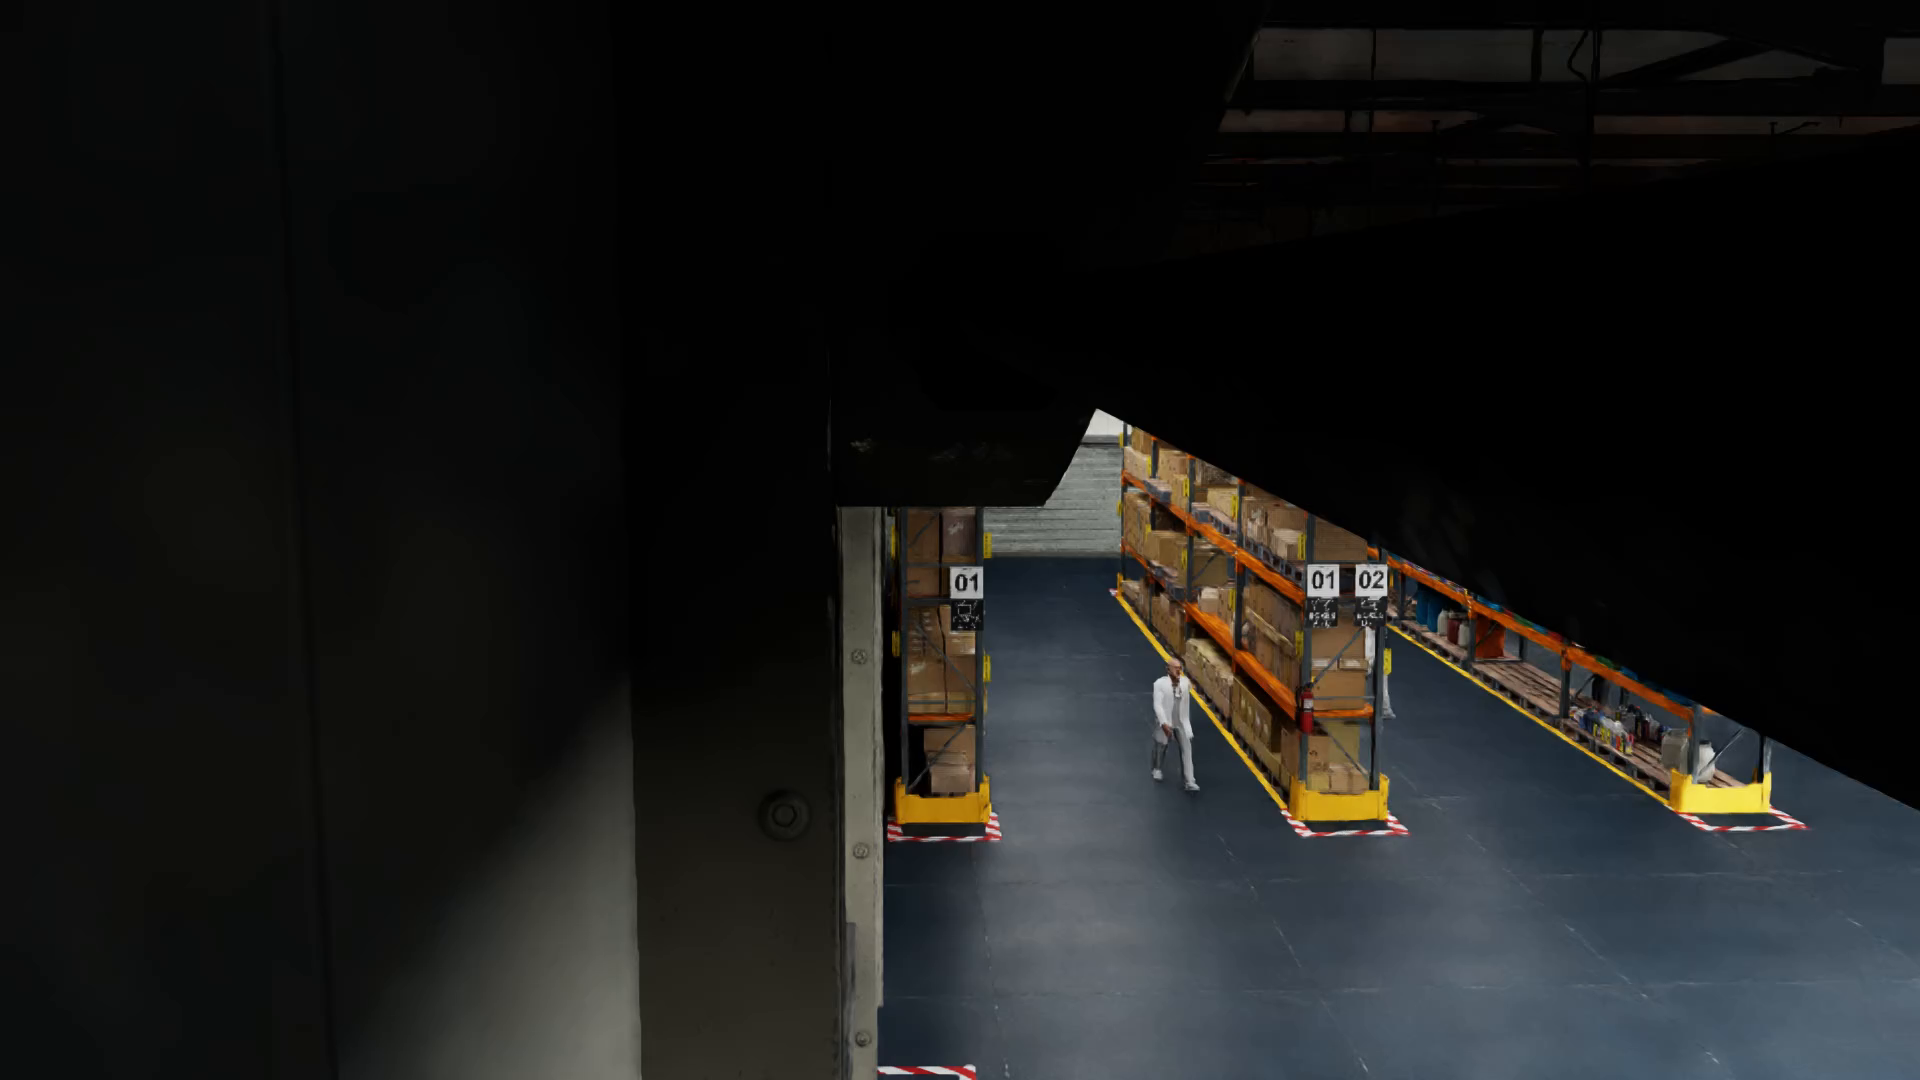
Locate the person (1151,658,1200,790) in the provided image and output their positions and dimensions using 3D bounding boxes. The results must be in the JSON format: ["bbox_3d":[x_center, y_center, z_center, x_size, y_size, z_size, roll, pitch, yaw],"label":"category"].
[{"bbox_3d":[2.800,2.398,21.909,0.580,1.715,1.104,-2,8,-11],"label":"person"}]

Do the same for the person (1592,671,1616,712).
[{"bbox_3d":[10.141,1.887,26.073,0.441,1.577,0.552,-3,9,-21],"label":"person"}]

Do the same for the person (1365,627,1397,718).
[{"bbox_3d":[6.369,1.863,25.713,0.553,1.724,1.029,-2,8,-11],"label":"person"}]
